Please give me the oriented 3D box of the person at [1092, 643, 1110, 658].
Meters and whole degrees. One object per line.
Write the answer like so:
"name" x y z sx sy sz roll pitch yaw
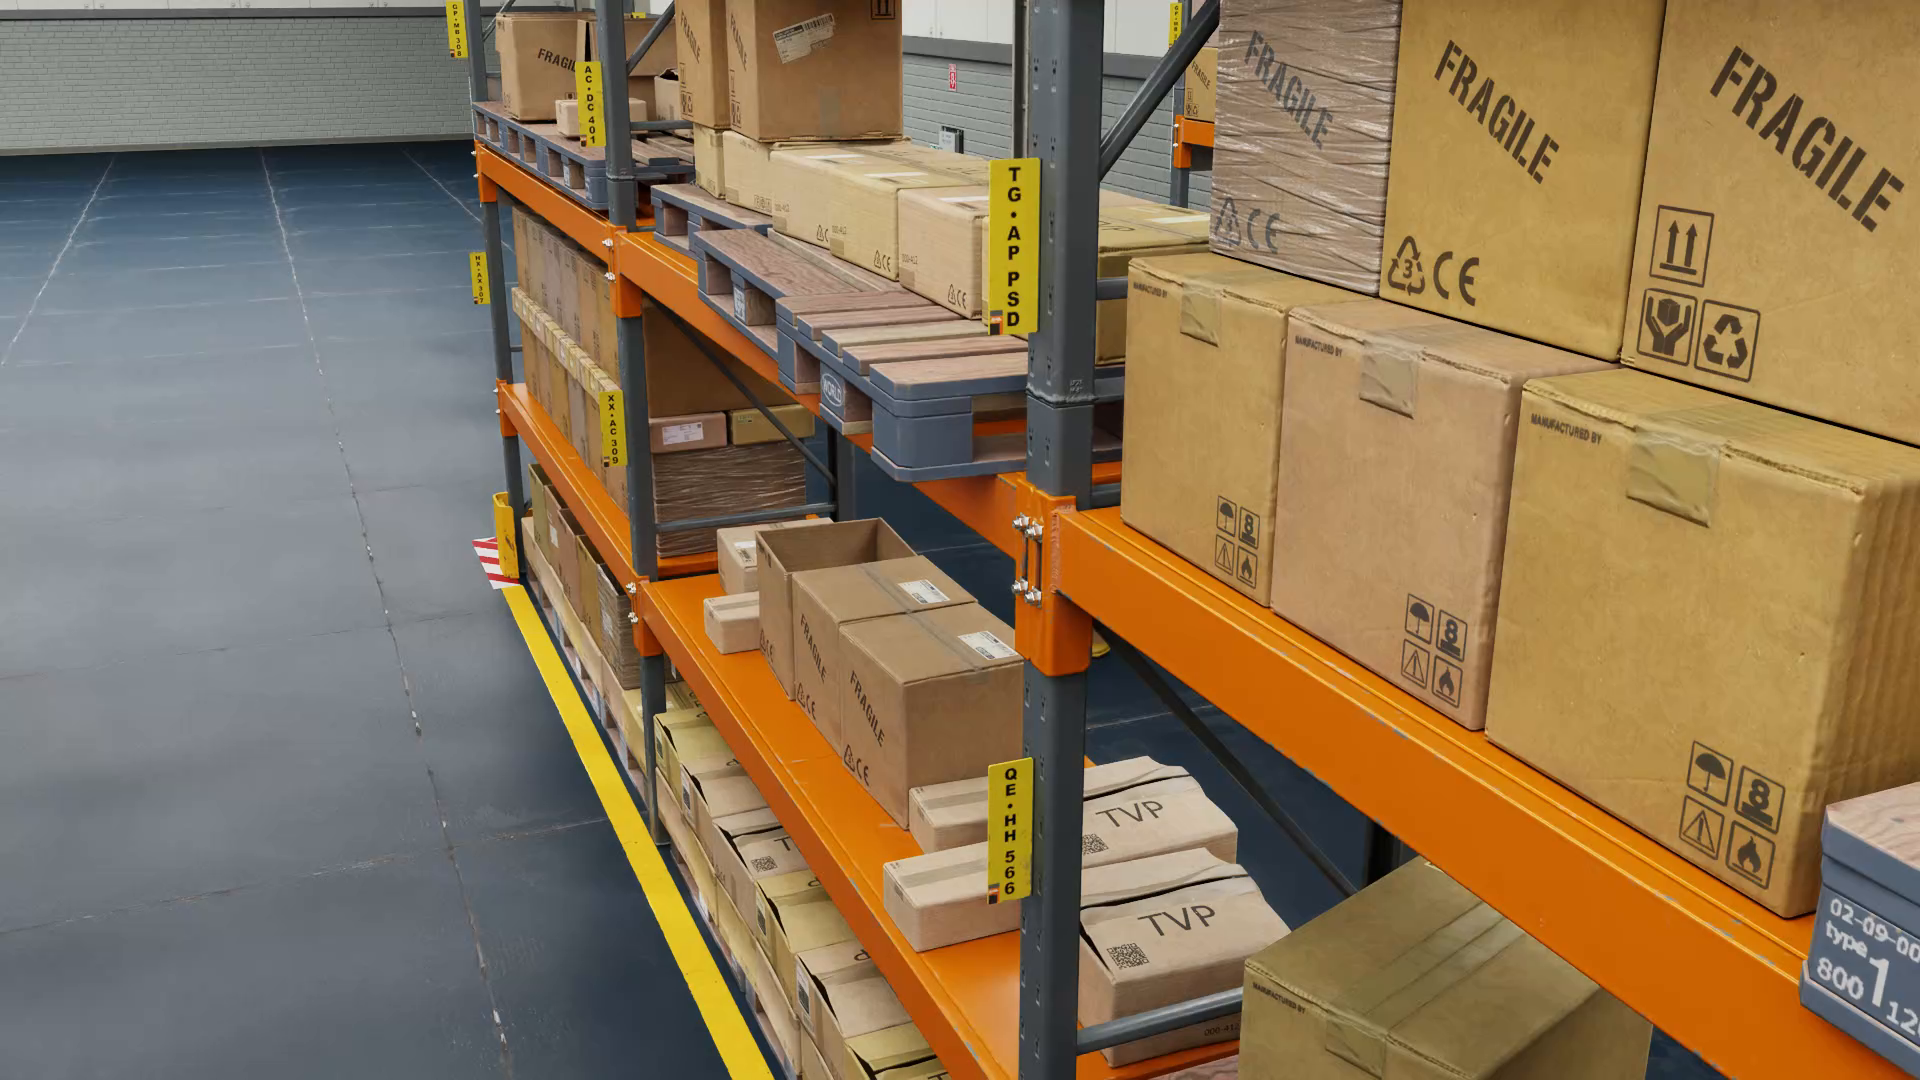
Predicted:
"person" 0.616 -0.211 9.659 0.462 1.759 0.633 -9 21 -25
